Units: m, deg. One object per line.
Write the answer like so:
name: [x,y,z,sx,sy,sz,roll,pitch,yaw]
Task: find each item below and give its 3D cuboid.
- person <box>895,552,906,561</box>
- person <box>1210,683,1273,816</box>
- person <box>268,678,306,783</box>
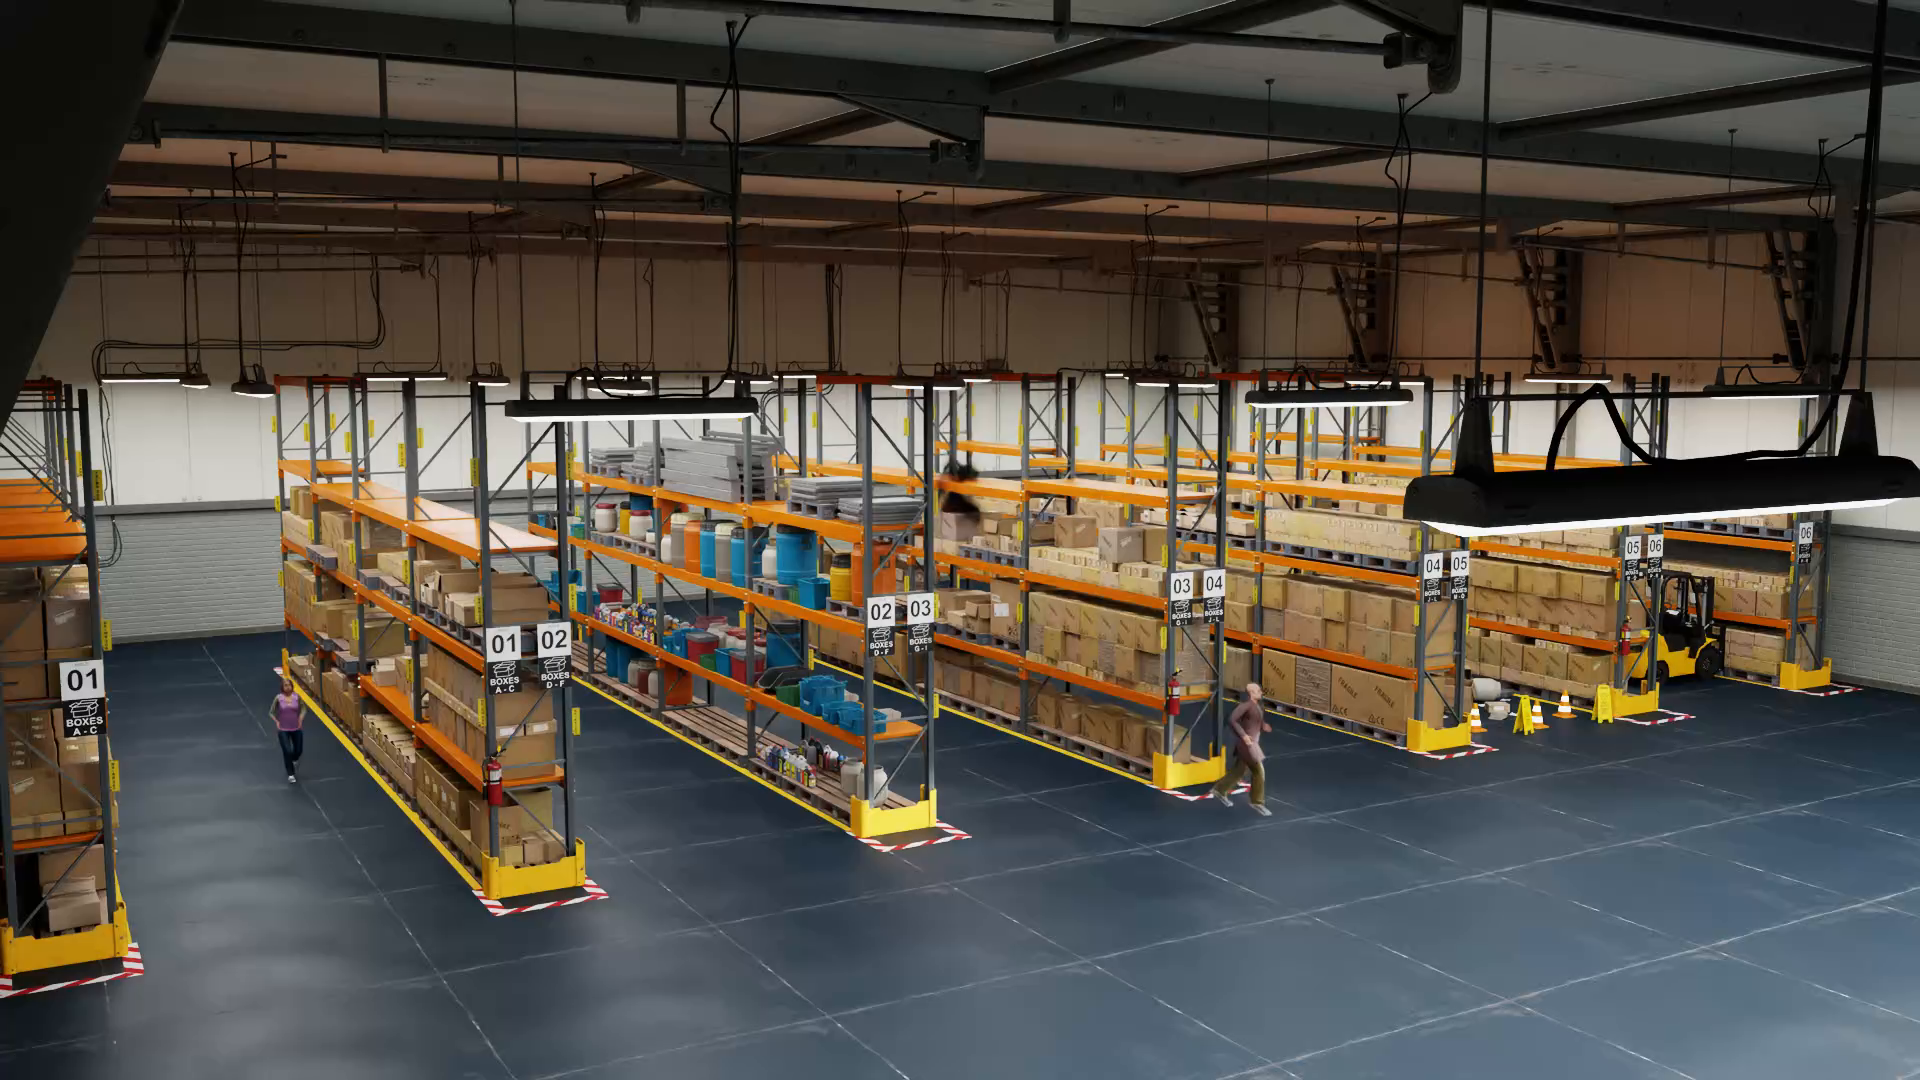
person: [-1.580,1.048,40.120,0.721,1.767,0.940,0,6,2]
person: [3.969,2.999,23.319,0.896,1.640,0.705,2,7,16]
person: [-10.067,2.837,24.923,0.535,1.548,0.567,-3,7,-28]
